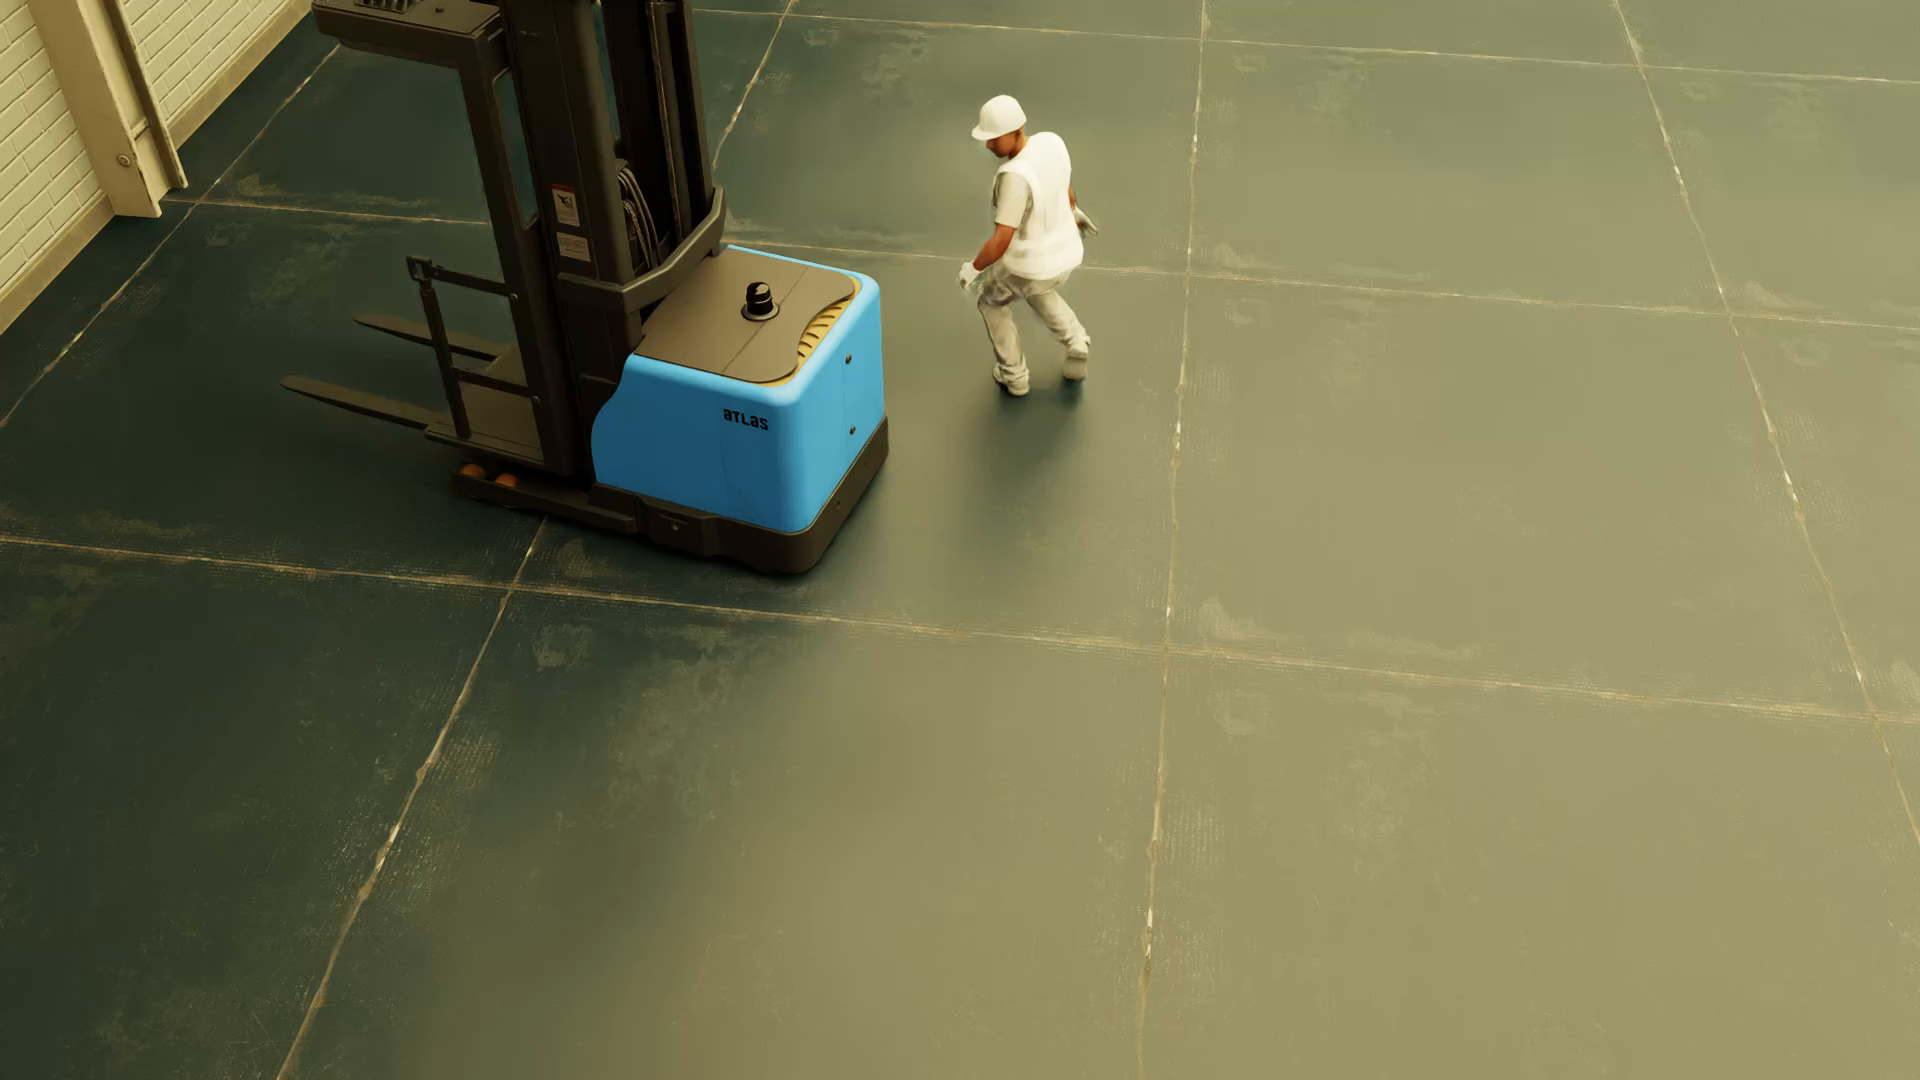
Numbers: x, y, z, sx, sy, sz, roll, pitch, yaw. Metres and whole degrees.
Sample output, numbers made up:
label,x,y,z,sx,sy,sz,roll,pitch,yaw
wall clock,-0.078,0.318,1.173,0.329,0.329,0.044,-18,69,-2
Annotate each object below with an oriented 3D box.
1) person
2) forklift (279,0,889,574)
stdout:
label,x,y,z,sx,sy,sz,roll,pitch,yaw
person,0.404,-1.464,8.345,0.586,1.593,0.959,32,51,30
forklift,-1.925,-1.553,7.415,3.031,2.935,1.130,15,45,15
